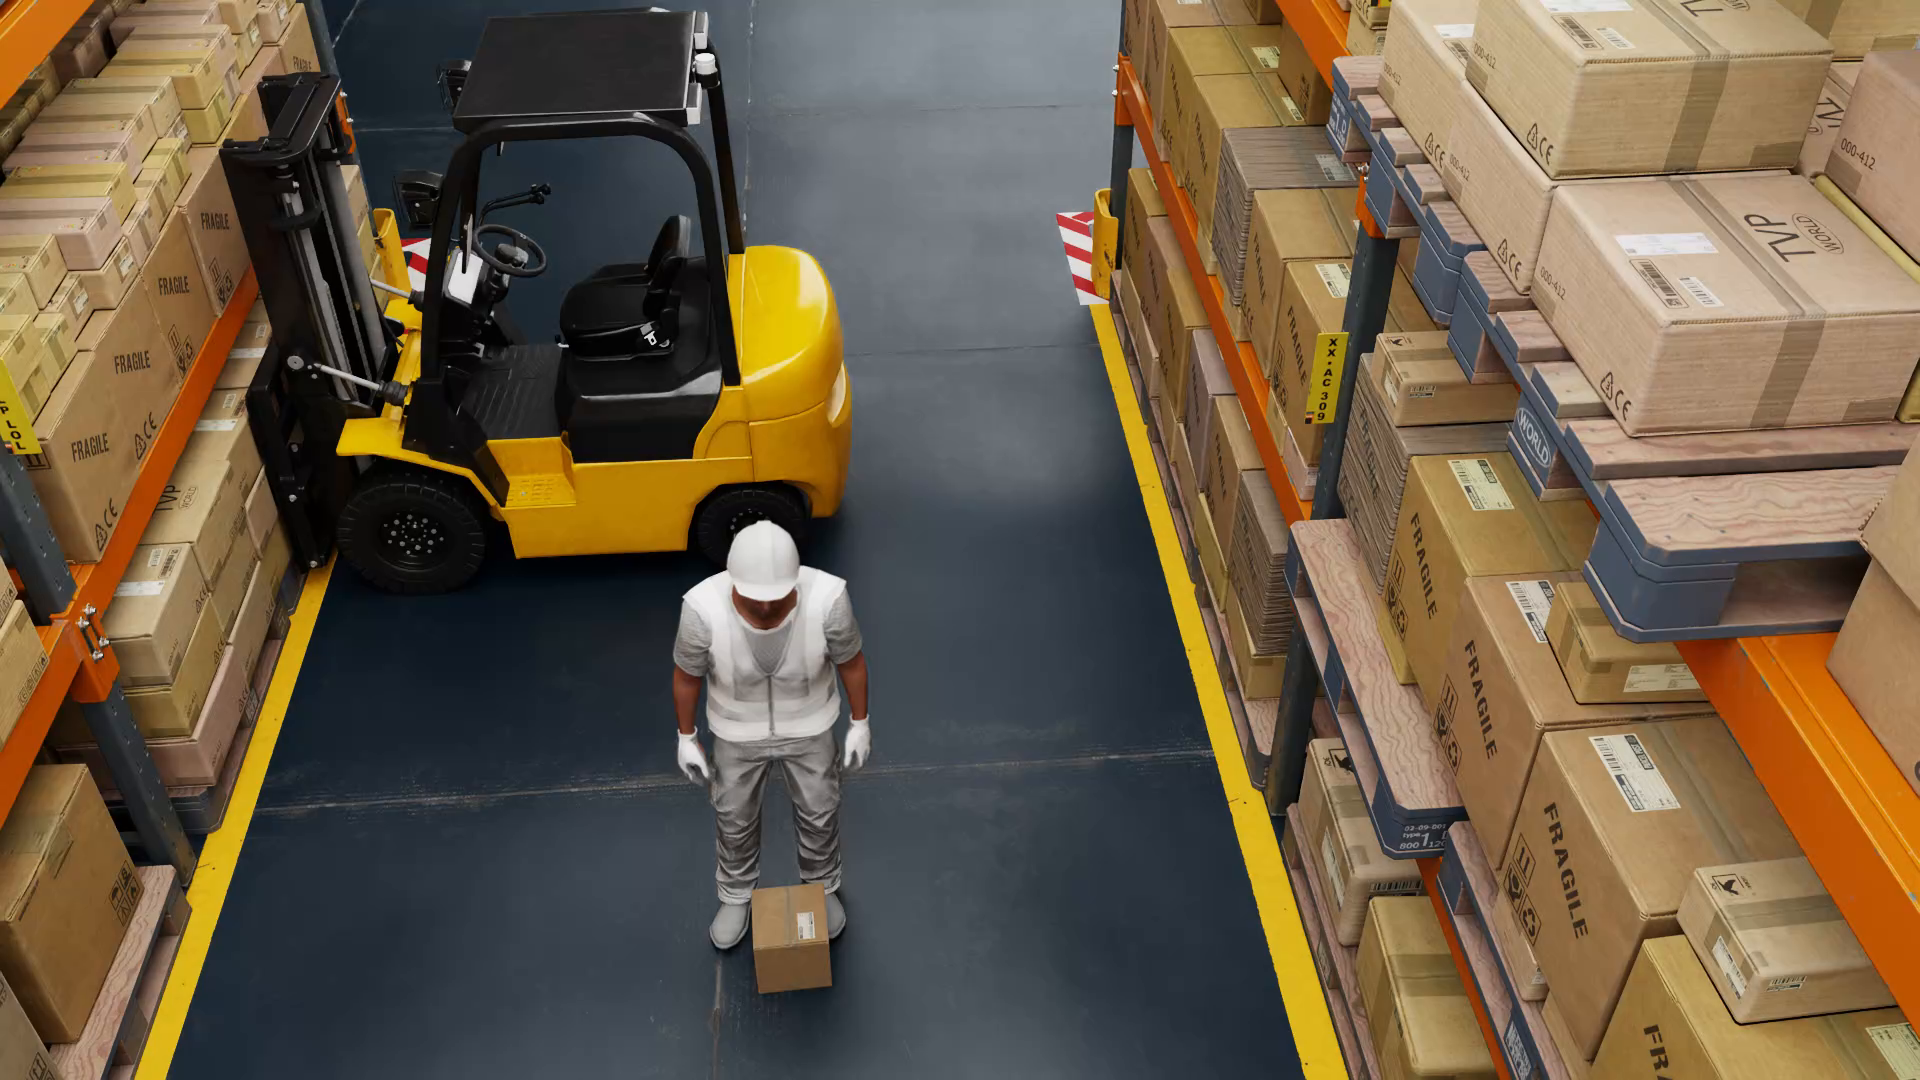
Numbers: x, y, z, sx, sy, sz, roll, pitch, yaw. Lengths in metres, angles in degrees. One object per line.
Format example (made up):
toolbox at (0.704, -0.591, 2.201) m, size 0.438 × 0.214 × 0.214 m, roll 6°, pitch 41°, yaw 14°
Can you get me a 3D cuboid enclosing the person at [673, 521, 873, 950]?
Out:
person at (-0.600, 0.623, 5.370) m, size 0.630 × 1.774 × 0.451 m, roll -4°, pitch 39°, yaw -5°
